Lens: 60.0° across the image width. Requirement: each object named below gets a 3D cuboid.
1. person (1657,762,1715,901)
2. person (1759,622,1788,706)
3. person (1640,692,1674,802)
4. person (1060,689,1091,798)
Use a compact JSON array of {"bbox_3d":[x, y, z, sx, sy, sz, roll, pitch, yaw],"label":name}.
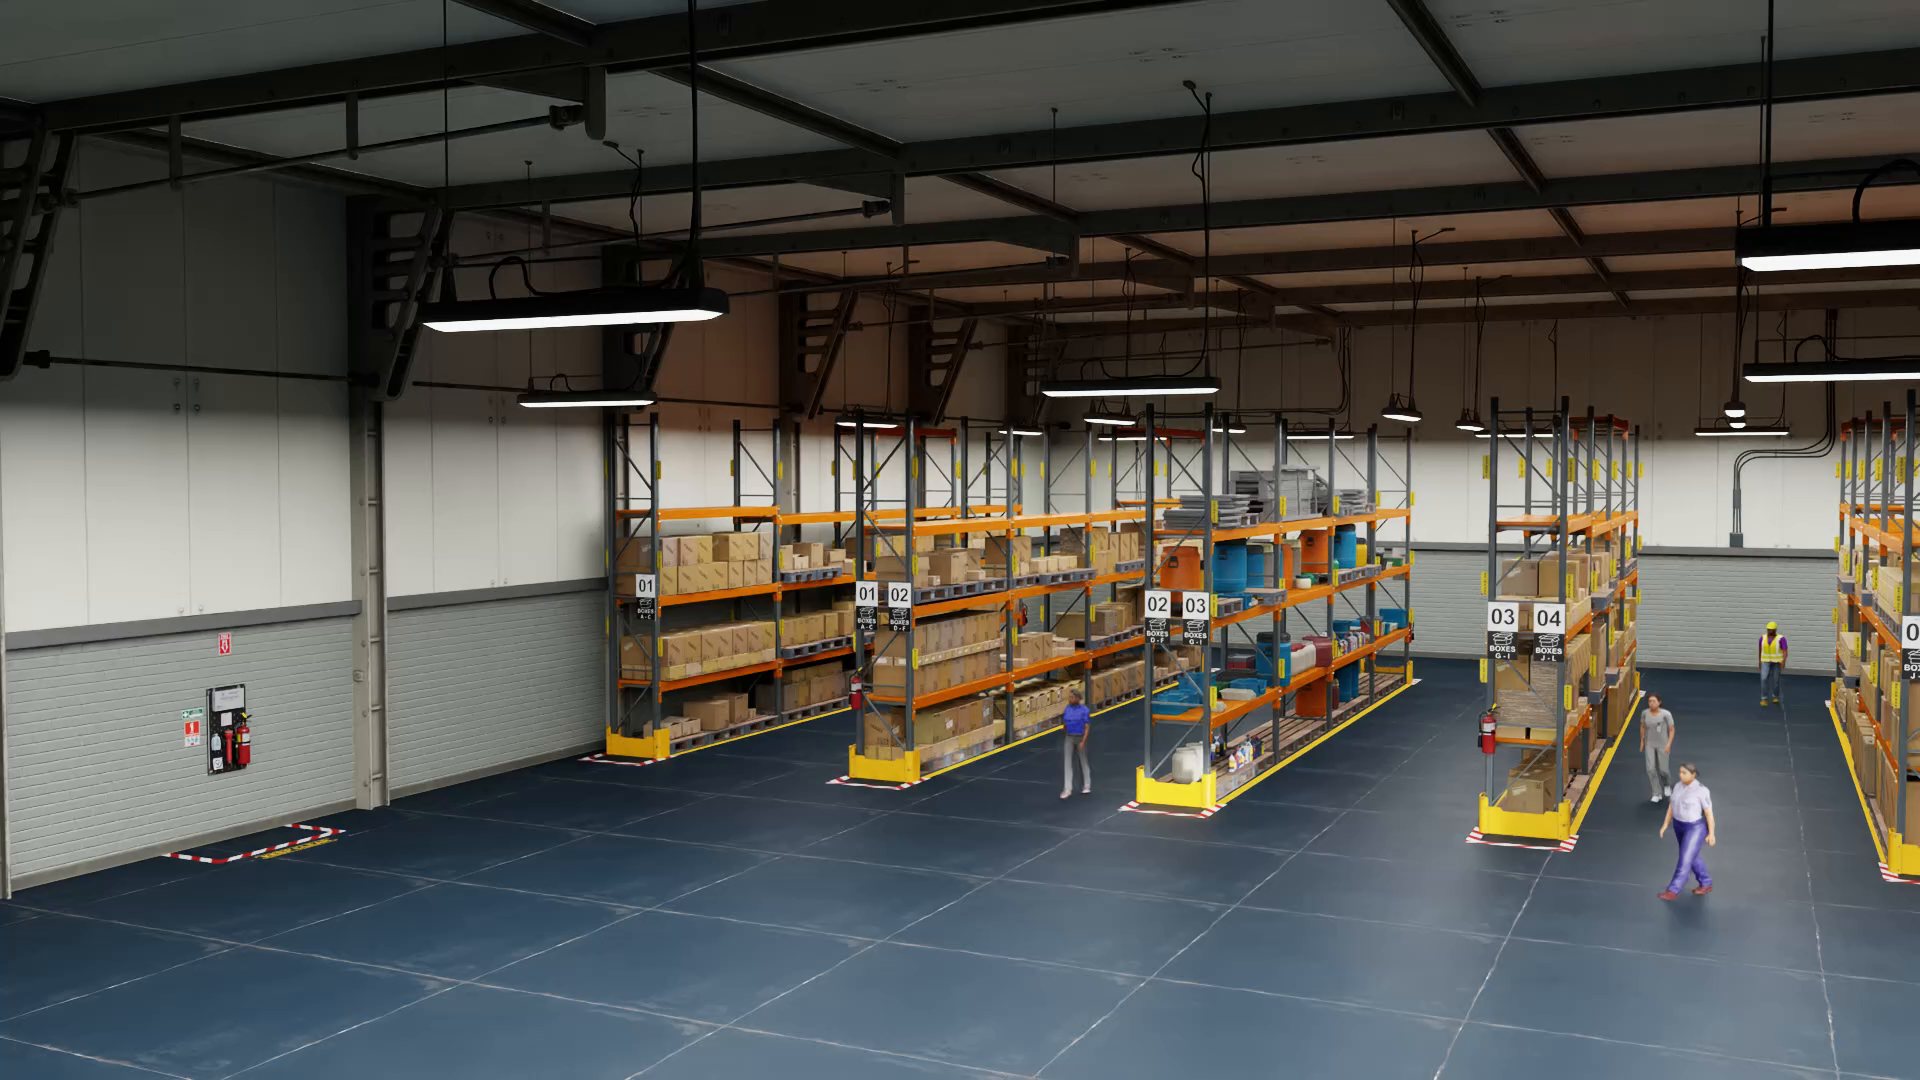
[{"bbox_3d":[8.419,3.370,19.352,1.021,1.587,0.506,-1,3,-17],"label":"person"},{"bbox_3d":[17.316,2.629,35.453,0.597,1.773,0.705,2,3,36],"label":"person"},{"bbox_3d":[10.606,3.122,25.244,0.501,1.652,0.608,2,3,37],"label":"person"},{"bbox_3d":[1.759,3.097,25.441,0.475,1.620,0.899,1,3,23],"label":"person"}]
